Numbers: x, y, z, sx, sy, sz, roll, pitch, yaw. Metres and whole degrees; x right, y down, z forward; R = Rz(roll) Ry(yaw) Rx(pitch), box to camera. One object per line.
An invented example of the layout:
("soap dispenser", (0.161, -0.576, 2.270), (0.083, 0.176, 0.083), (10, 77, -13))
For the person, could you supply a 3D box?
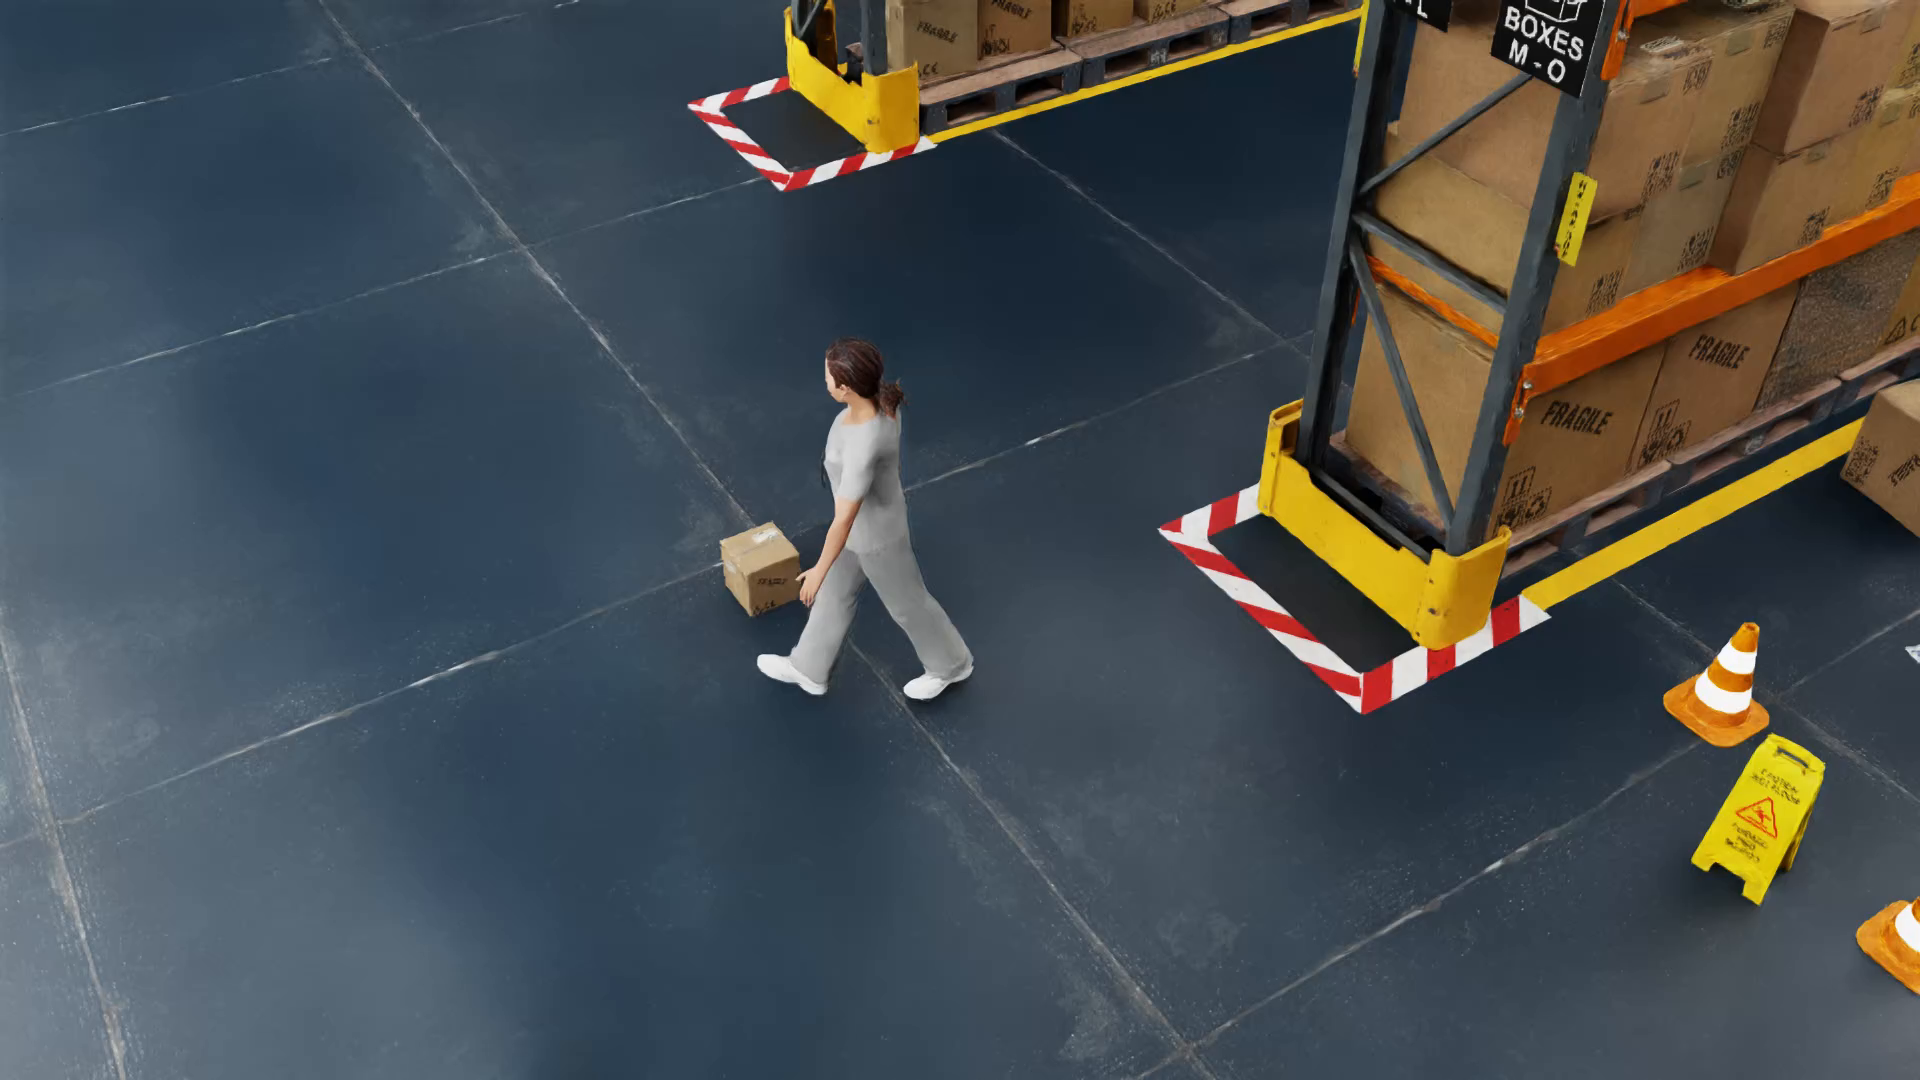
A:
("person", (-0.378, -0.018, 6.168), (0.870, 1.643, 0.552), (-1, 41, -2))
